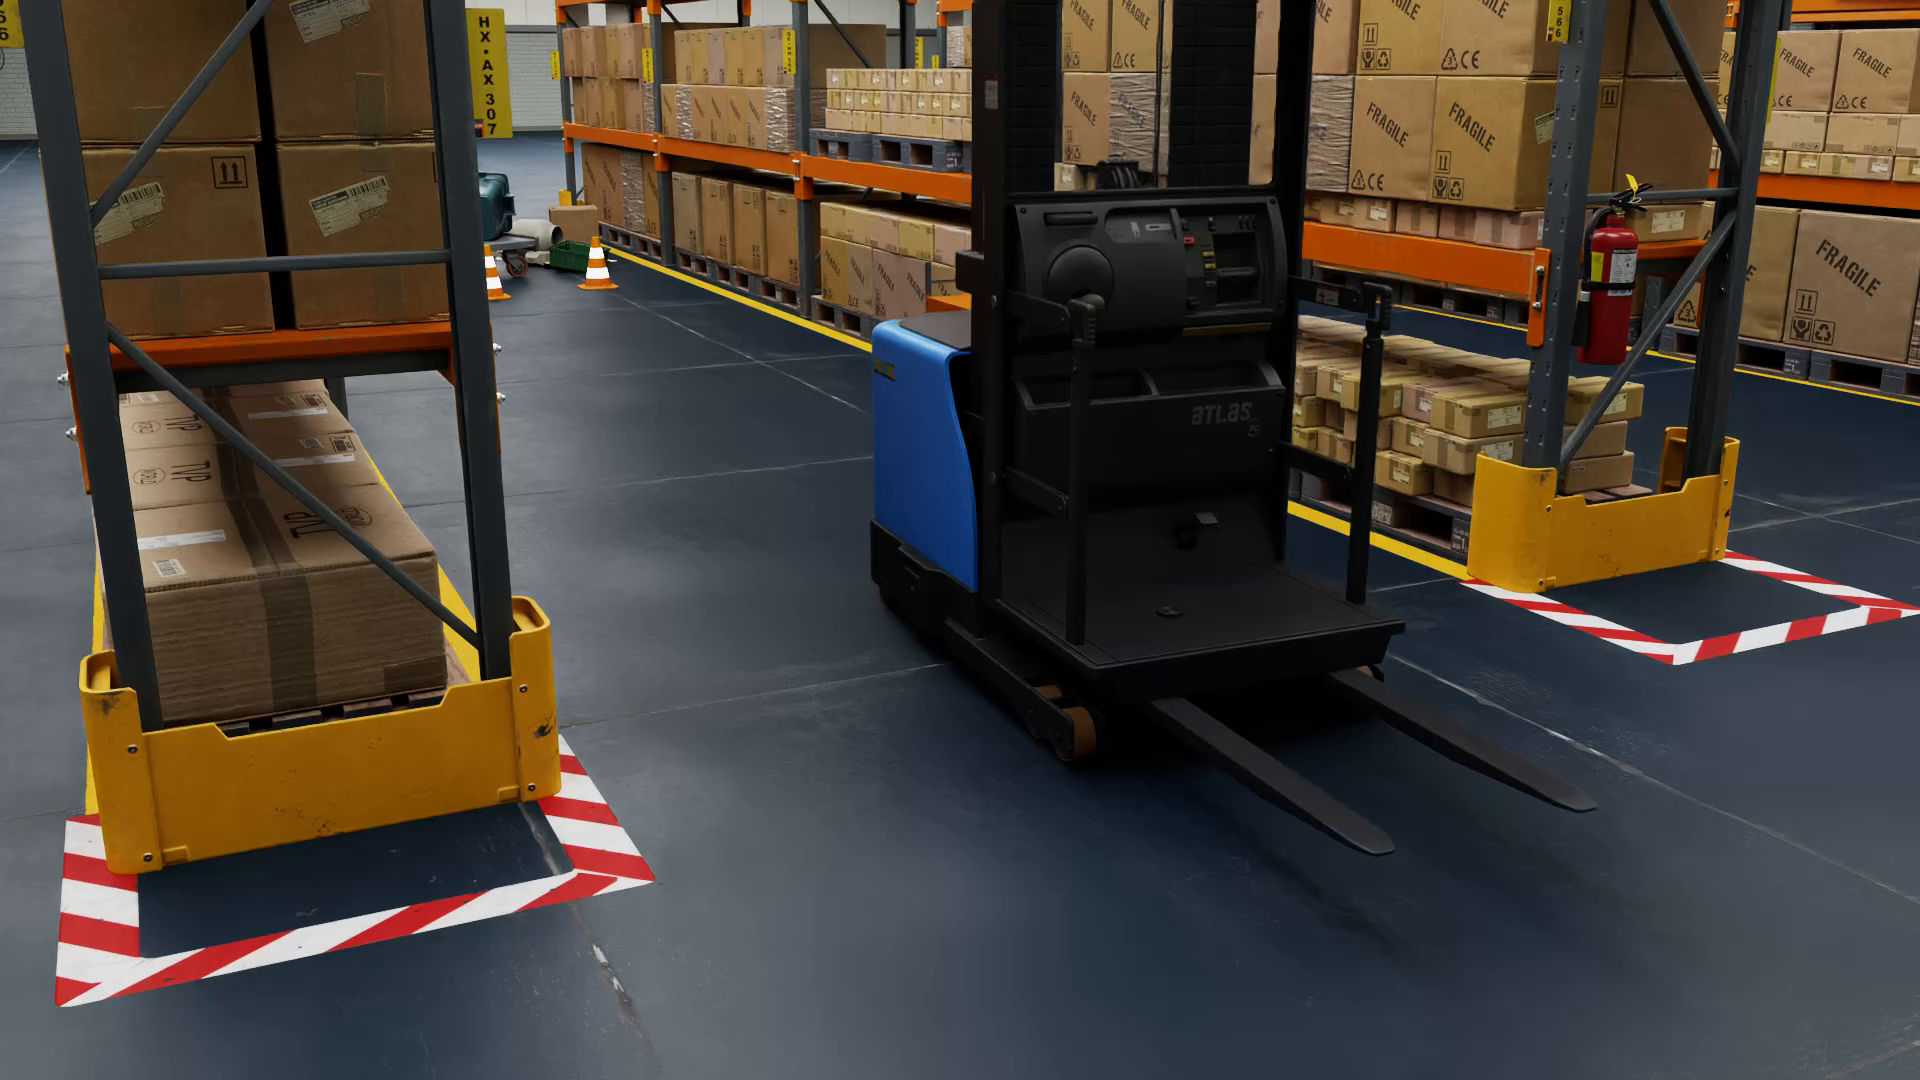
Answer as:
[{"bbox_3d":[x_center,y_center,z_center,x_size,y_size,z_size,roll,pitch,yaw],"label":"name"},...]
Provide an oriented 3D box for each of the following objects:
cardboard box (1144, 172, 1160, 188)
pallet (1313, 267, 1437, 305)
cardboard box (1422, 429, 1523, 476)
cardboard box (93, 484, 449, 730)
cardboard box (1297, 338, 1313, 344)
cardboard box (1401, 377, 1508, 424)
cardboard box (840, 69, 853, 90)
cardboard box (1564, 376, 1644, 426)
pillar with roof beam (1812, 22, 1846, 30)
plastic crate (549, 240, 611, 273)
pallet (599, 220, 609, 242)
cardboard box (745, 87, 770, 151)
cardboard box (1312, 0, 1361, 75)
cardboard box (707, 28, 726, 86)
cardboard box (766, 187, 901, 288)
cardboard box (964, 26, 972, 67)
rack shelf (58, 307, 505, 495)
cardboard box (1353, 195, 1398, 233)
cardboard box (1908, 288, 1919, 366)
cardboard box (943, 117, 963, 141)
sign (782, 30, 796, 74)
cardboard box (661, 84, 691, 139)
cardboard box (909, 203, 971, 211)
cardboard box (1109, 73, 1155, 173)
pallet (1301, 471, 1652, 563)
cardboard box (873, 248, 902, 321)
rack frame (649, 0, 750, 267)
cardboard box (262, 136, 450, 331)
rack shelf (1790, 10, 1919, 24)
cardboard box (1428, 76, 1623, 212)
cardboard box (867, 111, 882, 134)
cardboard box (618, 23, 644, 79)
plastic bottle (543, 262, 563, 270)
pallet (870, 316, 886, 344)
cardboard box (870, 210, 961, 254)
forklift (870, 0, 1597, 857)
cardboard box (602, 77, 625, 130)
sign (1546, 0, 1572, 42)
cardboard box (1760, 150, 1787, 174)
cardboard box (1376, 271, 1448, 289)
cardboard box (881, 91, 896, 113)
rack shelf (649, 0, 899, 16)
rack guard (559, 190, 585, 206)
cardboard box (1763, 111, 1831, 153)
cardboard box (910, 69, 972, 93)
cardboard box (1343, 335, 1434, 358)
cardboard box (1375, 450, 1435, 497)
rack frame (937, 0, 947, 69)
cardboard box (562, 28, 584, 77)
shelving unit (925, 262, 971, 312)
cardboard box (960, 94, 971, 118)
[{"bbox_3d":[1.210,-1.898,8.881,0.380,0.149,0.250,-9,18,-27],"label":"cardboard box"},{"bbox_3d":[3.951,-2.332,14.996,1.003,0.211,1.213,-8,18,-25],"label":"pallet"},{"bbox_3d":[2.187,-0.390,7.040,0.380,0.149,0.250,-8,18,-26],"label":"cardboard box"},{"bbox_3d":[-2.110,0.182,5.062,0.875,0.438,0.875,-8,18,-27],"label":"cardboard box"},{"bbox_3d":[1.549,-0.928,8.374,0.380,0.149,0.250,-8,18,-25],"label":"cardboard box"},{"bbox_3d":[2.157,-0.607,7.256,0.380,0.149,0.250,-7,18,-24],"label":"cardboard box"},{"bbox_3d":[-0.682,-3.466,12.505,0.380,0.149,0.250,-8,18,-26],"label":"cardboard box"},{"bbox_3d":[2.751,-0.608,7.259,0.380,0.149,0.250,-9,18,-27],"label":"cardboard box"},{"bbox_3d":[10.741,-9.951,25.613,9.100,9.000,0.400,-8,18,-25],"label":"pillar with roof beam"},{"bbox_3d":[-3.836,-2.856,16.757,0.450,0.188,0.662,11,16,1],"label":"plastic crate"},{"bbox_3d":[-3.914,-3.757,19.962,1.003,0.211,1.213,-8,18,-25],"label":"pallet"},{"bbox_3d":[-1.486,-3.554,14.017,0.500,0.500,0.500,-8,18,-25],"label":"cardboard box"},{"bbox_3d":[1.793,-2.328,7.391,0.500,0.500,0.500,-7,17,-22],"label":"cardboard box"},{"bbox_3d":[-1.911,-4.448,15.320,0.700,0.500,0.500,-7,18,-24],"label":"cardboard box"},{"bbox_3d":[-1.016,-2.585,14.139,1.050,0.750,0.750,-8,18,-26],"label":"cardboard box"},{"bbox_3d":[0.377,-6.239,21.019,0.500,0.500,0.500,-8,18,-25],"label":"cardboard box"},{"bbox_3d":[-2.607,-0.846,6.066,1.077,0.370,4.000,-8,18,-25],"label":"rack shelf"},{"bbox_3d":[1.947,-1.432,7.259,0.380,0.149,0.250,-7,17,-23],"label":"cardboard box"},{"bbox_3d":[6.427,-1.449,9.952,0.875,0.875,0.875,-8,18,-25],"label":"cardboard box"},{"bbox_3d":[0.112,-2.724,10.998,0.380,0.149,0.250,-9,18,-27],"label":"cardboard box"},{"bbox_3d":[-1.327,-3.792,12.926,0.100,0.325,0.005,-8,18,-25],"label":"sign"},{"bbox_3d":[-2.594,-4.180,16.197,0.500,0.500,0.500,-7,18,-24],"label":"cardboard box"},{"bbox_3d":[-0.064,-2.402,12.594,0.500,0.250,0.500,-7,18,-24],"label":"cardboard box"},{"bbox_3d":[1.136,-2.227,8.853,0.500,0.500,0.500,-8,18,-25],"label":"cardboard box"},{"bbox_3d":[2.317,-0.204,7.577,1.003,0.211,1.213,-8,18,-25],"label":"pallet"},{"bbox_3d":[-0.297,-1.846,12.016,0.500,0.500,0.500,-8,18,-26],"label":"cardboard box"},{"bbox_3d":[-2.582,-4.295,16.779,1.000,3.000,0.127,-8,18,-25],"label":"rack frame"},{"bbox_3d":[-1.683,-0.898,4.760,0.500,0.500,0.500,-8,18,-25],"label":"cardboard box"},{"bbox_3d":[14.403,-8.257,26.451,1.077,0.370,4.000,-8,18,-25],"label":"rack shelf"},{"bbox_3d":[2.247,-1.591,6.635,0.500,0.500,0.500,-7,18,-24],"label":"cardboard box"},{"bbox_3d":[-0.460,-3.049,12.130,0.380,0.149,0.250,-7,17,-22],"label":"cardboard box"},{"bbox_3d":[-3.058,-5.104,17.369,0.875,0.550,0.550,-8,18,-25],"label":"cardboard box"},{"bbox_3d":[-4.060,-2.769,16.787,0.283,0.061,0.133,11,19,33],"label":"plastic bottle"},{"bbox_3d":[0.042,-1.467,11.979,1.003,0.211,1.213,-8,18,-25],"label":"pallet"},{"bbox_3d":[-0.318,-2.214,11.937,0.500,0.250,0.500,-8,18,-24],"label":"cardboard box"},{"bbox_3d":[0.691,-0.880,5.004,1.130,2.935,3.031,-7,17,-22],"label":"forklift"},{"bbox_3d":[-3.469,-4.858,18.470,0.875,0.550,0.500,-8,18,-25],"label":"cardboard box"},{"bbox_3d":[2.167,-1.966,5.991,0.100,0.325,0.005,-8,18,-25],"label":"sign"},{"bbox_3d":[5.487,-2.521,11.052,0.380,0.149,0.250,-7,17,-23],"label":"cardboard box"},{"bbox_3d":[4.340,-2.662,14.181,1.225,0.875,0.875,-8,18,-25],"label":"cardboard box"},{"bbox_3d":[-0.339,-3.126,11.860,0.380,0.149,0.250,-8,18,-25],"label":"cardboard box"},{"bbox_3d":[-1.706,-4.895,14.736,1.077,0.370,4.000,-8,18,-25],"label":"rack shelf"},{"bbox_3d":[-4.345,-4.091,20.601,1.175,0.500,0.348,-8,18,-25],"label":"rack guard"},{"bbox_3d":[5.609,-2.684,10.899,0.500,0.250,0.500,-8,18,-25],"label":"cardboard box"},{"bbox_3d":[-0.118,-3.144,11.384,0.380,0.149,0.250,-8,18,-26],"label":"cardboard box"},{"bbox_3d":[2.156,-0.932,8.388,0.380,0.149,0.250,-7,18,-24],"label":"cardboard box"},{"bbox_3d":[2.053,-0.308,7.292,0.380,0.149,0.250,-7,17,-23],"label":"cardboard box"},{"bbox_3d":[0.168,-5.861,22.236,1.000,3.000,0.127,-8,18,-25],"label":"rack frame"},{"bbox_3d":[-4.207,-5.781,19.729,0.875,0.550,0.550,-8,18,-25],"label":"cardboard box"},{"bbox_3d":[0.073,-0.536,6.942,0.258,1.200,0.503,-8,18,-25],"label":"shelving unit"},{"bbox_3d":[0.224,-2.804,10.740,0.380,0.149,0.250,-8,18,-27],"label":"cardboard box"}]
